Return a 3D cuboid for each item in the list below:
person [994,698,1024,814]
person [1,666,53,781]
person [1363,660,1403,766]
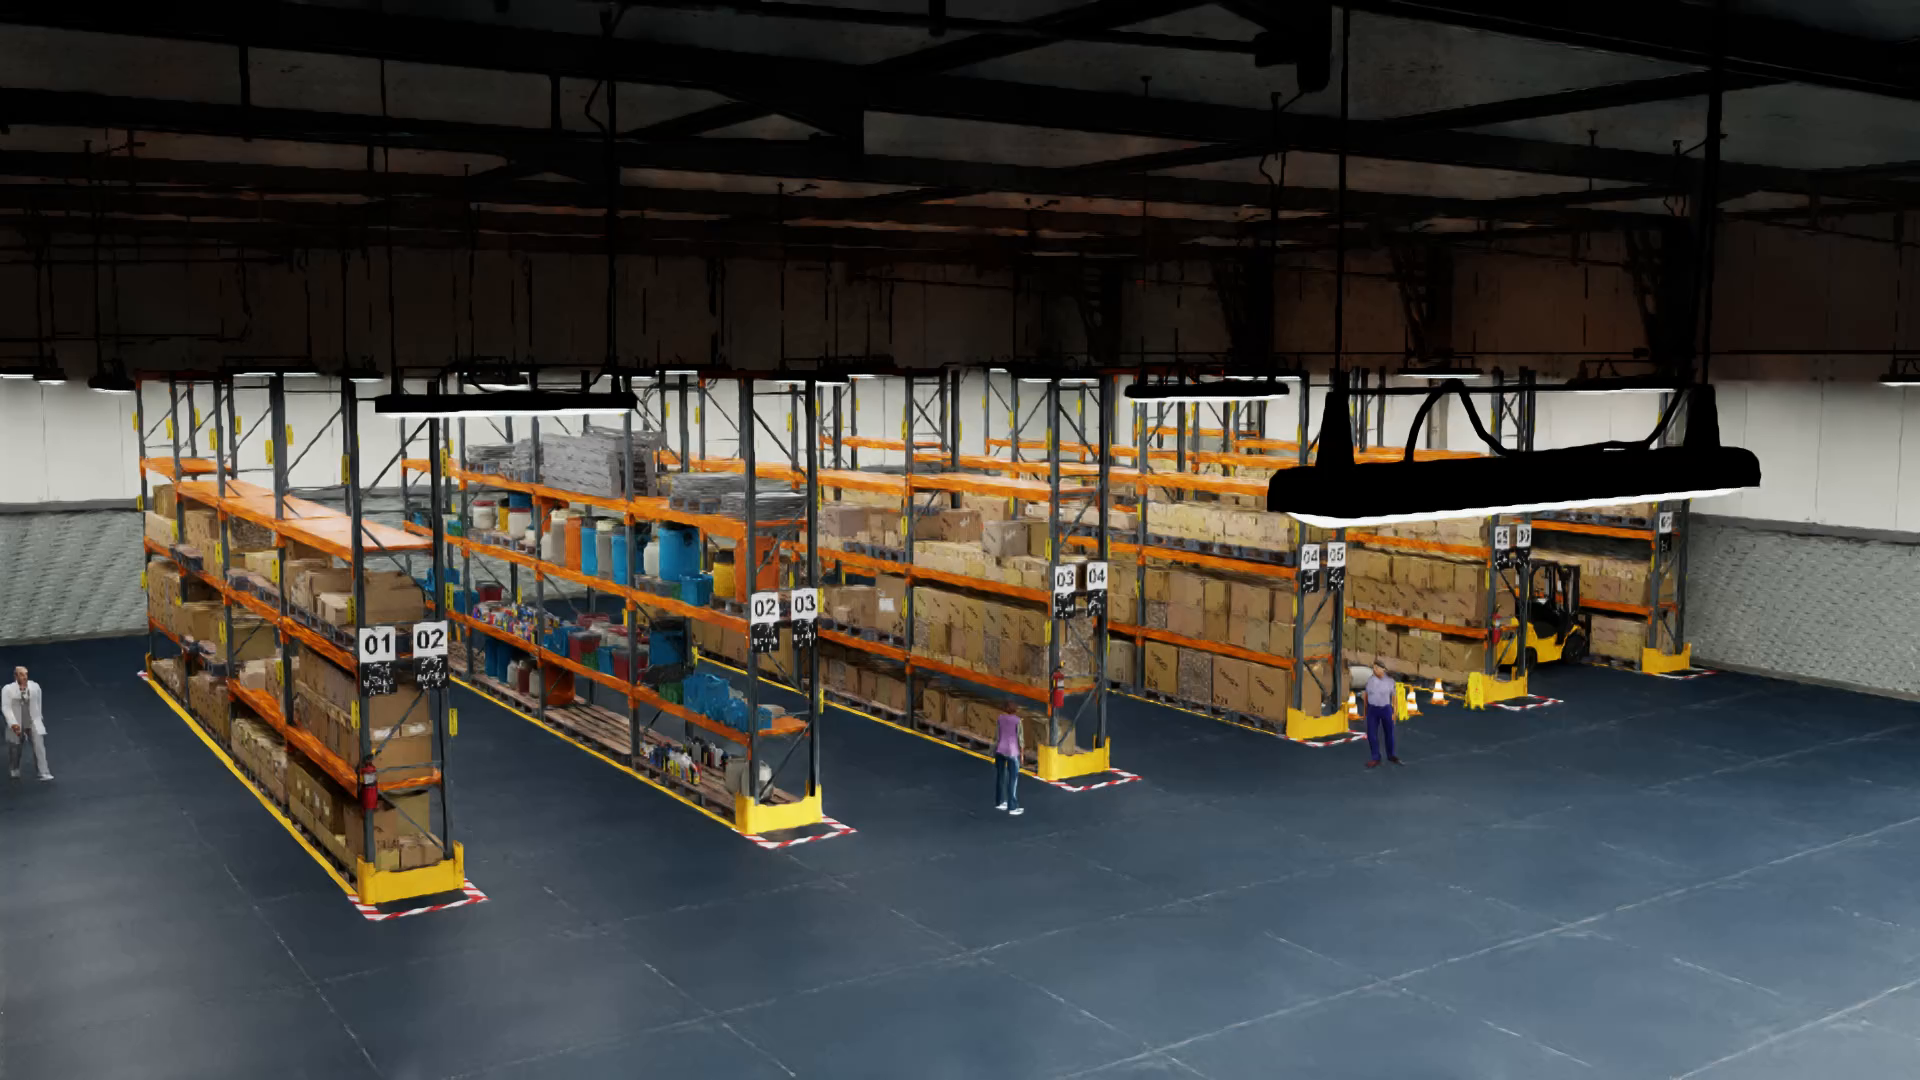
[{"bbox_3d":[0.675,2.950,22.854,0.468,1.599,0.406,3,7,25],"label":"person"},{"bbox_3d":[-13.808,2.698,24.528,0.580,1.715,1.105,-6,9,-42],"label":"person"},{"bbox_3d":[6.508,2.645,25.585,0.595,1.640,0.526,4,7,30],"label":"person"}]
